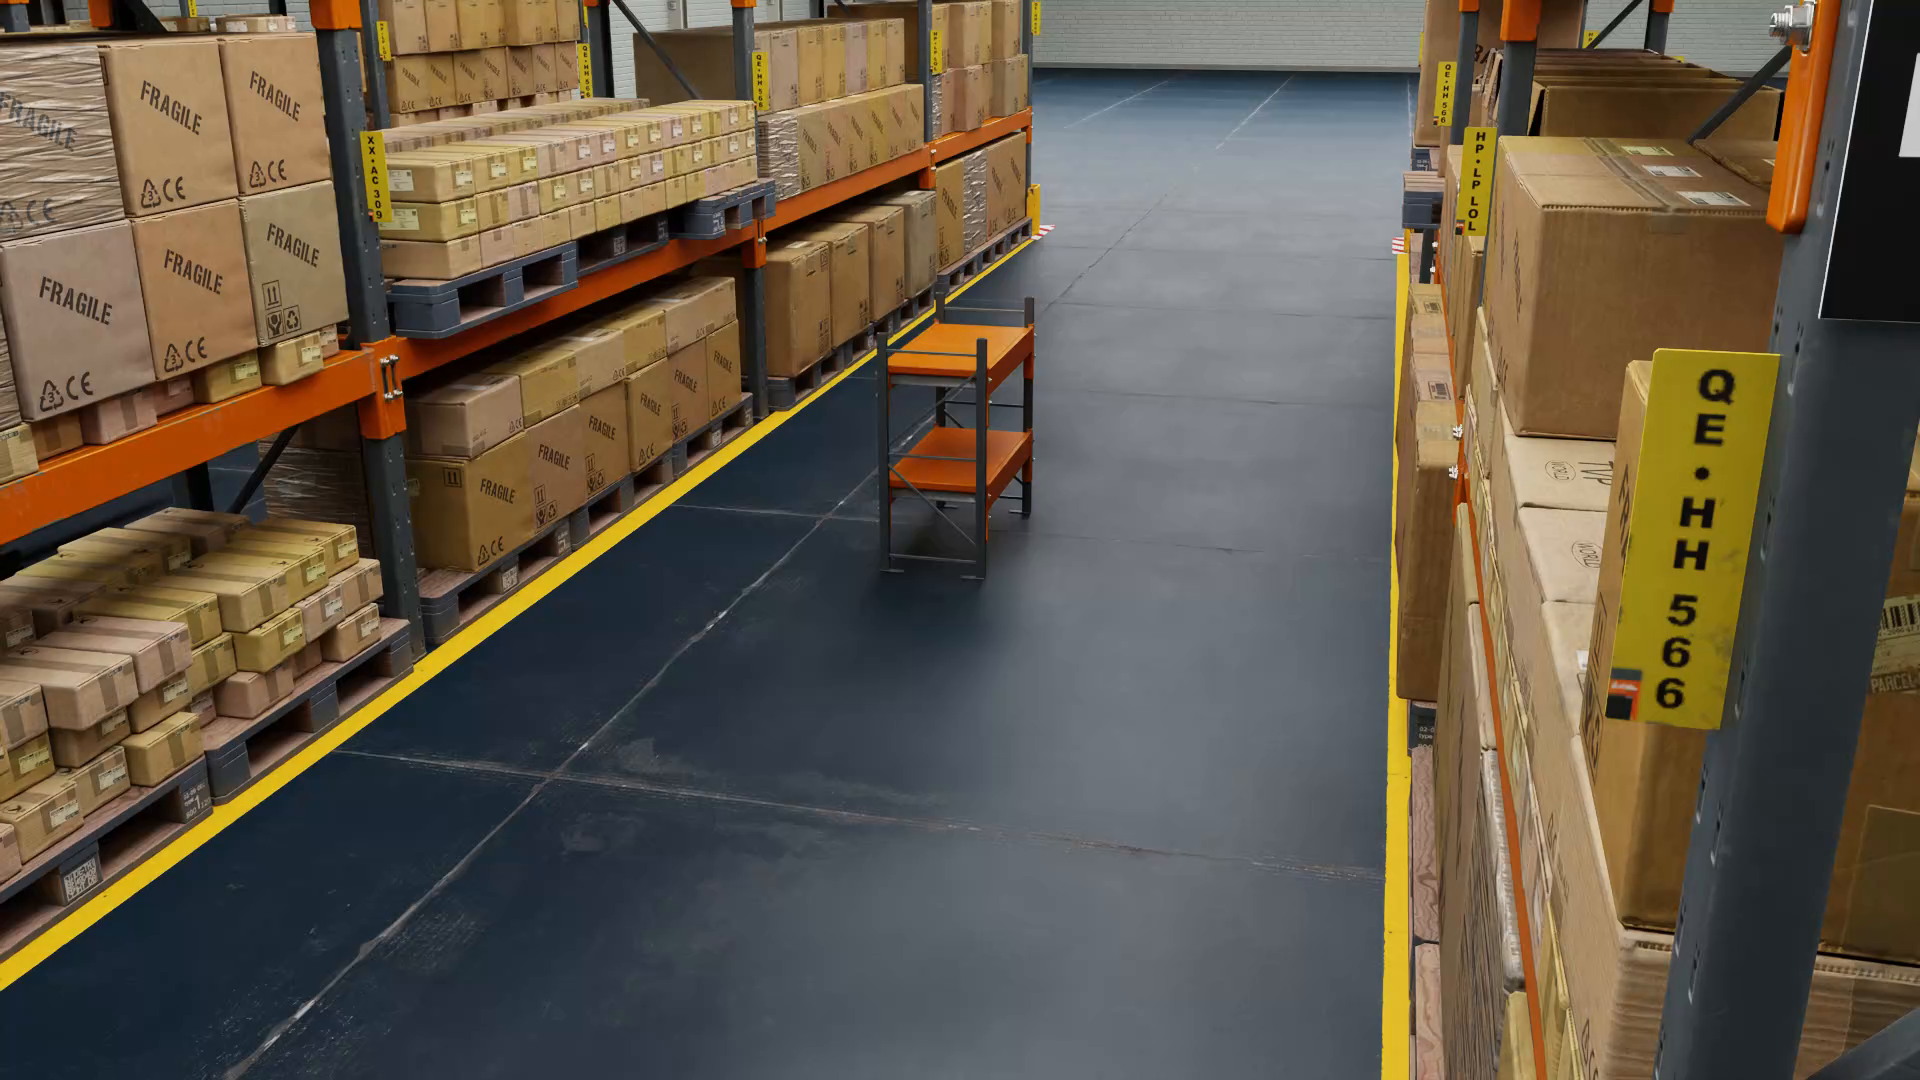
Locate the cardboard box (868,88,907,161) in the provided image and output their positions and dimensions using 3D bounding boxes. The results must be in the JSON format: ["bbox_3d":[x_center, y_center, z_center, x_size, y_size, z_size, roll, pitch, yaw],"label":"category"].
[{"bbox_3d":[-0.716,-3.177,12.694,0.500,0.500,0.500,4,19,13],"label":"cardboard box"}]

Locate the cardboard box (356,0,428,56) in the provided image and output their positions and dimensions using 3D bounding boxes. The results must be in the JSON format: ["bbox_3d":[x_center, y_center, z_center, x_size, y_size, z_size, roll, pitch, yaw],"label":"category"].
[{"bbox_3d":[-5.231,-4.614,14.894,0.700,0.500,0.500,4,19,13],"label":"cardboard box"}]

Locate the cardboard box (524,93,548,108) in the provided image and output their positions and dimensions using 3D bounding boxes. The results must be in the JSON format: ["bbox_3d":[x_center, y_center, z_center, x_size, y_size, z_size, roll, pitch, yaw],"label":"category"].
[{"bbox_3d":[-4.526,-4.583,17.353,0.380,0.149,0.250,5,19,14],"label":"cardboard box"}]

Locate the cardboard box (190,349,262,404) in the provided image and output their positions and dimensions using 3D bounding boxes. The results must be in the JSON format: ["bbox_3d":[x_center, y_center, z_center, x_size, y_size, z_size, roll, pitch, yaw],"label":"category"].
[{"bbox_3d":[-2.602,-0.570,5.605,0.380,0.149,0.250,5,20,16],"label":"cardboard box"}]

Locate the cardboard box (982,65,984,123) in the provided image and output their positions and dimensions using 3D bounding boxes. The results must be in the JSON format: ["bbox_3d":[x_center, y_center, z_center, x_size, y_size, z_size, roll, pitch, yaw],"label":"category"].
[{"bbox_3d":[-0.254,-4.169,15.520,0.875,0.550,0.500,5,19,13],"label":"cardboard box"}]

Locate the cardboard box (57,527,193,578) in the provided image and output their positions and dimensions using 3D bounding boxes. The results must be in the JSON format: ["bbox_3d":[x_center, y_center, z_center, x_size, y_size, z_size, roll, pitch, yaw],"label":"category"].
[{"bbox_3d":[-3.088,0.077,6.163,0.380,0.149,0.250,6,20,16],"label":"cardboard box"}]

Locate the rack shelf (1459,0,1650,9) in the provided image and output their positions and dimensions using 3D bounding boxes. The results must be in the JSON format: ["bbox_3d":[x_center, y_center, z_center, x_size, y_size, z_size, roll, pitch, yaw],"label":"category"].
[{"bbox_3d":[3.572,-3.502,10.271,1.077,0.370,4.000,5,19,13],"label":"rack shelf"}]

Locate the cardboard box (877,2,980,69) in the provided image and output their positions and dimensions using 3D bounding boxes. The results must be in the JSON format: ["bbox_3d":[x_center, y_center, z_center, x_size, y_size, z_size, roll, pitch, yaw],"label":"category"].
[{"bbox_3d":[-0.313,-4.508,14.842,0.875,0.550,0.550,5,19,13],"label":"cardboard box"}]

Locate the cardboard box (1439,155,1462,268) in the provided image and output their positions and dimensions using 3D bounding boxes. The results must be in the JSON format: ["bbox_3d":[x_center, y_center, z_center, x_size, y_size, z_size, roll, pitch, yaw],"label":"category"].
[{"bbox_3d":[2.577,-1.551,7.932,0.500,0.500,0.500,4,19,12],"label":"cardboard box"}]

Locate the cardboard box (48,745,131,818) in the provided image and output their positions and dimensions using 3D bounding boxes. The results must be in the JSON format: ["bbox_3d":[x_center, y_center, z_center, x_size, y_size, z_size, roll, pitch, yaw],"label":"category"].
[{"bbox_3d":[-2.826,0.736,5.154,0.380,0.149,0.250,5,19,14],"label":"cardboard box"}]

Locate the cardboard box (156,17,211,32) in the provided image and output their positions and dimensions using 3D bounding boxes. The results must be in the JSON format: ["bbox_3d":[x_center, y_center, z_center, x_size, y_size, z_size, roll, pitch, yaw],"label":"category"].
[{"bbox_3d":[-6.172,-4.058,13.159,0.380,0.149,0.250,6,20,16],"label":"cardboard box"}]

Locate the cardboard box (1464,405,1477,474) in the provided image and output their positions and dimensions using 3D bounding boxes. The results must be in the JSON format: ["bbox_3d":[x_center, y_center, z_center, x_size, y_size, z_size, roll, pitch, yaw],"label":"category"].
[{"bbox_3d":[1.648,-0.274,4.739,0.380,0.149,0.250,4,19,12],"label":"cardboard box"}]

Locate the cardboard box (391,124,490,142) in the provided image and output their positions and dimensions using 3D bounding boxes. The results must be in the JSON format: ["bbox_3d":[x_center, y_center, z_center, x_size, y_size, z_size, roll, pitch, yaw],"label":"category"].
[{"bbox_3d":[-2.450,-1.877,7.860,0.380,0.149,0.250,4,19,11],"label":"cardboard box"}]

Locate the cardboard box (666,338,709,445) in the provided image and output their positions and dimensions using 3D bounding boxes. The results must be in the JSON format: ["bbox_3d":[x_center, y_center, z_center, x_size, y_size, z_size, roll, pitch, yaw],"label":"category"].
[{"bbox_3d":[-1.739,-0.846,9.240,0.500,0.500,0.500,5,20,16],"label":"cardboard box"}]

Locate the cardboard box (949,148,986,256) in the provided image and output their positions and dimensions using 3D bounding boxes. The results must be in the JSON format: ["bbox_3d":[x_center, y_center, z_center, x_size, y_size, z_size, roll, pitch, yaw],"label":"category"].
[{"bbox_3d":[-0.286,-3.141,15.379,0.875,0.875,0.875,5,19,14],"label":"cardboard box"}]

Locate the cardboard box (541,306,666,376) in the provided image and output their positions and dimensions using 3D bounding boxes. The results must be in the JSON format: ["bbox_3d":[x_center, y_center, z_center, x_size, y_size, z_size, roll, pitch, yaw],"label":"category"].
[{"bbox_3d":[-1.866,-1.038,8.642,0.500,0.250,0.500,5,20,15],"label":"cardboard box"}]

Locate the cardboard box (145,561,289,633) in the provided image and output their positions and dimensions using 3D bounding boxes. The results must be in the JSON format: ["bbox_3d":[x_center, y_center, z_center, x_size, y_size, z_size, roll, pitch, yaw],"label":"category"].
[{"bbox_3d":[-2.591,0.197,5.810,0.380,0.149,0.250,4,19,13],"label":"cardboard box"}]

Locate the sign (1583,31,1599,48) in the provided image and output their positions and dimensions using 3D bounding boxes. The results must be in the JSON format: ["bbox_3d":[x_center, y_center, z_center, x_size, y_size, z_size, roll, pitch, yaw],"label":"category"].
[{"bbox_3d":[4.600,-3.555,12.163,0.100,0.325,0.005,5,19,13],"label":"sign"}]

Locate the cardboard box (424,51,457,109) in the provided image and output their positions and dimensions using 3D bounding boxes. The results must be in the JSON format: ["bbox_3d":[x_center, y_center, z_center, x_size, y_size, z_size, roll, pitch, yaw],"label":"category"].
[{"bbox_3d":[-5.071,-4.295,15.508,0.500,0.500,0.500,5,19,13],"label":"cardboard box"}]

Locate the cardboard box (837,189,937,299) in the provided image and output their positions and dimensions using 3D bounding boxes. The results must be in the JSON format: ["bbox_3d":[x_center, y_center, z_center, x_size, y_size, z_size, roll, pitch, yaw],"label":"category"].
[{"bbox_3d":[-0.788,-2.405,13.420,1.050,0.750,0.750,5,19,13],"label":"cardboard box"}]

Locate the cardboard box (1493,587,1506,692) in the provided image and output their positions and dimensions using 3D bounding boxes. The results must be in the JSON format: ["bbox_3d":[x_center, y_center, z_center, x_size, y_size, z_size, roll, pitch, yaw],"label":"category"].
[{"bbox_3d":[1.271,0.214,3.310,0.380,0.149,0.250,5,19,14],"label":"cardboard box"}]

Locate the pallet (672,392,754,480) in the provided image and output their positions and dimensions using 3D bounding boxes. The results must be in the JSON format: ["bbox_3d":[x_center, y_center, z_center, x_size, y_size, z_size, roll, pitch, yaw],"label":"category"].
[{"bbox_3d":[-1.893,-0.655,9.778,1.003,0.211,1.213,5,19,13],"label":"pallet"}]

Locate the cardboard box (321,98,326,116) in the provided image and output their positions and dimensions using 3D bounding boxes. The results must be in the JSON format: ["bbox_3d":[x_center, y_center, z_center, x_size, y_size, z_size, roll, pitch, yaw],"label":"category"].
[{"bbox_3d":[-5.488,-3.648,13.965,0.380,0.149,0.250,4,19,12],"label":"cardboard box"}]

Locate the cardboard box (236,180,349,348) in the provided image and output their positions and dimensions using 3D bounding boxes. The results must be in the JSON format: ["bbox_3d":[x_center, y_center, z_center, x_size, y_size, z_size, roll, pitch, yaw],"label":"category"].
[{"bbox_3d":[-2.523,-0.980,5.800,0.500,0.500,0.500,5,19,13],"label":"cardboard box"}]

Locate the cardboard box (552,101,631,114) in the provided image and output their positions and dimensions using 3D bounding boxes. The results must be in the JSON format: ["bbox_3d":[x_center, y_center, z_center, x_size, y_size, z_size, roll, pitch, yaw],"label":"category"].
[{"bbox_3d":[-2.065,-2.367,9.294,0.380,0.149,0.250,4,19,12],"label":"cardboard box"}]

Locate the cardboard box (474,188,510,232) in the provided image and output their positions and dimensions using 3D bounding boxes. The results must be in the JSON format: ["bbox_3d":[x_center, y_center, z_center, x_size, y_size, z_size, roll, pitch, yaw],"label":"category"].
[{"bbox_3d":[-2.075,-1.355,6.792,0.380,0.149,0.250,4,19,12],"label":"cardboard box"}]

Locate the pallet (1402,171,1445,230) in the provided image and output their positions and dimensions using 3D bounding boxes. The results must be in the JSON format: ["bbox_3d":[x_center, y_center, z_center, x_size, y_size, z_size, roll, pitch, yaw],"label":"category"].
[{"bbox_3d":[3.155,-1.937,9.514,1.213,0.211,1.003,5,19,13],"label":"pallet"}]

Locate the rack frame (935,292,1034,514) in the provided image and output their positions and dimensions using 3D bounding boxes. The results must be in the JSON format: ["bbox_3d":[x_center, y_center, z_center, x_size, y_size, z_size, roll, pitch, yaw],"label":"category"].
[{"bbox_3d":[0.123,-0.690,8.466,0.500,1.125,0.032,5,19,13],"label":"rack frame"}]

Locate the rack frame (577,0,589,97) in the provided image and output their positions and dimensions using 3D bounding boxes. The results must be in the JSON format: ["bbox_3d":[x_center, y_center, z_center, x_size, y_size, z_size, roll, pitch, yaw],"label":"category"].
[{"bbox_3d":[-4.571,-5.086,18.437,1.000,3.000,0.127,5,19,13],"label":"rack frame"}]

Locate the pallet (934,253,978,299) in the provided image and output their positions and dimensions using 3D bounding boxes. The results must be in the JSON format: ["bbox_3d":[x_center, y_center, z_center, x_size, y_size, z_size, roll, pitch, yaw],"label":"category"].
[{"bbox_3d":[-0.462,-2.386,14.845,1.003,0.211,1.213,5,19,13],"label":"pallet"}]

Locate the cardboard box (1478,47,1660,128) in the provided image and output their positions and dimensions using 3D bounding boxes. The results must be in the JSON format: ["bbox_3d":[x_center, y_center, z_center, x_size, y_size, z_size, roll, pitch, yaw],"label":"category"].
[{"bbox_3d":[2.889,-2.090,7.959,0.797,0.503,0.637,5,20,15],"label":"cardboard box"}]

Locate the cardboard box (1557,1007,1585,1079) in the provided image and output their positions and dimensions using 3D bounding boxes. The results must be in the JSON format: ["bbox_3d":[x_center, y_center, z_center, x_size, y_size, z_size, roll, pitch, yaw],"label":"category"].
[{"bbox_3d":[0.897,0.693,1.907,0.380,0.149,0.250,5,19,14],"label":"cardboard box"}]

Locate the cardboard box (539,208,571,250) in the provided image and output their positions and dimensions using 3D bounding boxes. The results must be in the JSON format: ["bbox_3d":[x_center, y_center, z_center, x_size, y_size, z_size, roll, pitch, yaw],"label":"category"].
[{"bbox_3d":[-1.947,-1.377,7.316,0.380,0.149,0.250,5,19,14],"label":"cardboard box"}]

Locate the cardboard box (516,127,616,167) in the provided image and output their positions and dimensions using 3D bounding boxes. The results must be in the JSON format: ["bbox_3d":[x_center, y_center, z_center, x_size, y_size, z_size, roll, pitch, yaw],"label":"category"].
[{"bbox_3d":[-1.821,-1.819,7.692,0.380,0.149,0.250,5,20,15],"label":"cardboard box"}]

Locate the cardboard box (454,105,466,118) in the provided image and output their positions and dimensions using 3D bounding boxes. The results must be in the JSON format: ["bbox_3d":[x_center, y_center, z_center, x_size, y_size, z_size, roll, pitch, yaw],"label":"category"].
[{"bbox_3d":[-4.985,-4.116,15.987,0.380,0.149,0.250,5,19,13],"label":"cardboard box"}]

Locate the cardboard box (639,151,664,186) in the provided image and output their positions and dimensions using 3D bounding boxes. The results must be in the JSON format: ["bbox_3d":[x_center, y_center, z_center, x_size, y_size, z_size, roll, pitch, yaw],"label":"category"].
[{"bbox_3d":[-1.693,-1.845,8.226,0.380,0.149,0.250,5,20,15],"label":"cardboard box"}]

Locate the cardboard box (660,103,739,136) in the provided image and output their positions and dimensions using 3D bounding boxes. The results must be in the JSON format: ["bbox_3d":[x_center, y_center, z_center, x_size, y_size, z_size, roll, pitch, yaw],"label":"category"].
[{"bbox_3d":[-1.440,-2.312,9.135,0.380,0.149,0.250,4,19,13],"label":"cardboard box"}]

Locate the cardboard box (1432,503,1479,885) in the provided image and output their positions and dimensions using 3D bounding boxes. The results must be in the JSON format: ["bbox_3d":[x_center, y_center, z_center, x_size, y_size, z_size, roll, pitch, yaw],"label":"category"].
[{"bbox_3d":[1.868,0.465,4.823,0.875,0.875,0.875,5,19,13],"label":"cardboard box"}]

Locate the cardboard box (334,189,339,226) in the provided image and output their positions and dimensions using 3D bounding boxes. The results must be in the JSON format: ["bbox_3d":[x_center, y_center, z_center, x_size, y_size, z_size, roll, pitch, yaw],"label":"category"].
[{"bbox_3d":[-2.709,-1.409,6.951,0.380,0.149,0.250,5,19,14],"label":"cardboard box"}]

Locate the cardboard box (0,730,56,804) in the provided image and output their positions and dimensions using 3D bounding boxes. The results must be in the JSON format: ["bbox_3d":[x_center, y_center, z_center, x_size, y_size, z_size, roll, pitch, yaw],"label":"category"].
[{"bbox_3d":[-2.941,0.654,4.933,0.380,0.149,0.250,6,20,16],"label":"cardboard box"}]

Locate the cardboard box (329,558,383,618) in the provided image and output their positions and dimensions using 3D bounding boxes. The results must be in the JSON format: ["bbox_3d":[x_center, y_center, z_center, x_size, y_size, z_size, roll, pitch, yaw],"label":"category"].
[{"bbox_3d":[-2.447,0.168,6.356,0.380,0.149,0.250,5,20,14],"label":"cardboard box"}]

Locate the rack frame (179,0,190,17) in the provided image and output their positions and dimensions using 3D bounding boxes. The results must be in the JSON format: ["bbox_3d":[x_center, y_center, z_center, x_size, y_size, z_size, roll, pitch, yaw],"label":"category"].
[{"bbox_3d":[-9.385,-5.477,19.581,1.000,3.000,0.127,5,19,13],"label":"rack frame"}]

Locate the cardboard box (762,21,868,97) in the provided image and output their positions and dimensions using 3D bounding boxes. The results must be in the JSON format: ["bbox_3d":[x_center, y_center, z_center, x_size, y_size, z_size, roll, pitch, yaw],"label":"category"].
[{"bbox_3d":[-1.087,-3.518,12.144,0.700,0.500,0.500,5,19,14],"label":"cardboard box"}]

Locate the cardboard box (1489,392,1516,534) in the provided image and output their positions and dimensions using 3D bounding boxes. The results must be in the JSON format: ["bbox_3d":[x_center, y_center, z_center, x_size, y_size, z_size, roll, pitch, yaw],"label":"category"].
[{"bbox_3d":[1.490,-0.167,3.808,0.500,0.250,0.500,5,20,15],"label":"cardboard box"}]

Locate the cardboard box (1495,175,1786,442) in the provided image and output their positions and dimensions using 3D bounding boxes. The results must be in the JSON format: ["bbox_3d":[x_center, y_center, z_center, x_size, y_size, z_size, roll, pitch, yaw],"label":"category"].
[{"bbox_3d":[1.491,-0.520,3.680,0.500,0.500,0.500,4,19,12],"label":"cardboard box"}]

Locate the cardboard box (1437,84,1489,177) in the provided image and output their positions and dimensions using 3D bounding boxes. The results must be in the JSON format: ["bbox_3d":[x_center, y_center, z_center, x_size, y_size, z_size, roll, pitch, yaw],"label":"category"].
[{"bbox_3d":[3.216,-2.397,9.761,0.700,0.500,0.500,8,20,21],"label":"cardboard box"}]

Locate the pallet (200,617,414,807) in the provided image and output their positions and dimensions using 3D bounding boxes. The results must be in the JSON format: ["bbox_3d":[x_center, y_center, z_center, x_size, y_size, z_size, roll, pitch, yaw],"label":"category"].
[{"bbox_3d":[-2.808,0.567,6.200,1.003,0.211,1.213,5,19,13],"label":"pallet"}]

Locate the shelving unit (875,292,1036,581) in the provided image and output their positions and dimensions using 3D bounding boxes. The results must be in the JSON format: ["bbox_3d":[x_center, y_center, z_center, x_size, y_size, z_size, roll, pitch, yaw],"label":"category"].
[{"bbox_3d":[-0.002,-0.530,8.000,0.538,1.125,1.048,5,19,13],"label":"shelving unit"}]

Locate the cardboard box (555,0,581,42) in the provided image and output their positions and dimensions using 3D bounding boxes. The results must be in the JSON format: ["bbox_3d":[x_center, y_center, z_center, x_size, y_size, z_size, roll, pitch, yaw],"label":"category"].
[{"bbox_3d":[-4.484,-5.570,17.692,0.700,0.500,0.500,4,19,12],"label":"cardboard box"}]

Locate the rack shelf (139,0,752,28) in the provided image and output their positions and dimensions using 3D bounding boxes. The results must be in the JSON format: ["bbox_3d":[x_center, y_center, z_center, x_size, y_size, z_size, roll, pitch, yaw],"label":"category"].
[{"bbox_3d":[-2.190,-2.671,7.840,1.077,0.370,4.000,5,19,13],"label":"rack shelf"}]

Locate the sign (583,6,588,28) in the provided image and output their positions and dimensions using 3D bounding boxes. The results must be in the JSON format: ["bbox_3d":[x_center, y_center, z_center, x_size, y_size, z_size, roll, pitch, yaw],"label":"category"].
[{"bbox_3d":[-4.038,-5.733,18.052,0.100,0.325,0.005,5,19,13],"label":"sign"}]

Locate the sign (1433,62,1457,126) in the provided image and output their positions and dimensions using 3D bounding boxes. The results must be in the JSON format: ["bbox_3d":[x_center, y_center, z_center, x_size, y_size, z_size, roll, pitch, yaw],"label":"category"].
[{"bbox_3d":[2.555,-2.346,8.747,0.100,0.325,0.005,5,19,13],"label":"sign"}]

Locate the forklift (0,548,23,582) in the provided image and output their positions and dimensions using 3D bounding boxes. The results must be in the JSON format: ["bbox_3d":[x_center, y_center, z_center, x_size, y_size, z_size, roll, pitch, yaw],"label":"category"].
[{"bbox_3d":[-4.922,-1.136,6.980,1.130,2.935,3.031,5,19,14],"label":"forklift"}]

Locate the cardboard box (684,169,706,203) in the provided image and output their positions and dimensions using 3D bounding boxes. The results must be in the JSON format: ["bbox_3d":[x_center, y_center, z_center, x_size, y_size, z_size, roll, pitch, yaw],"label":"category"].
[{"bbox_3d":[-1.565,-1.872,8.767,0.380,0.149,0.250,4,19,13],"label":"cardboard box"}]
